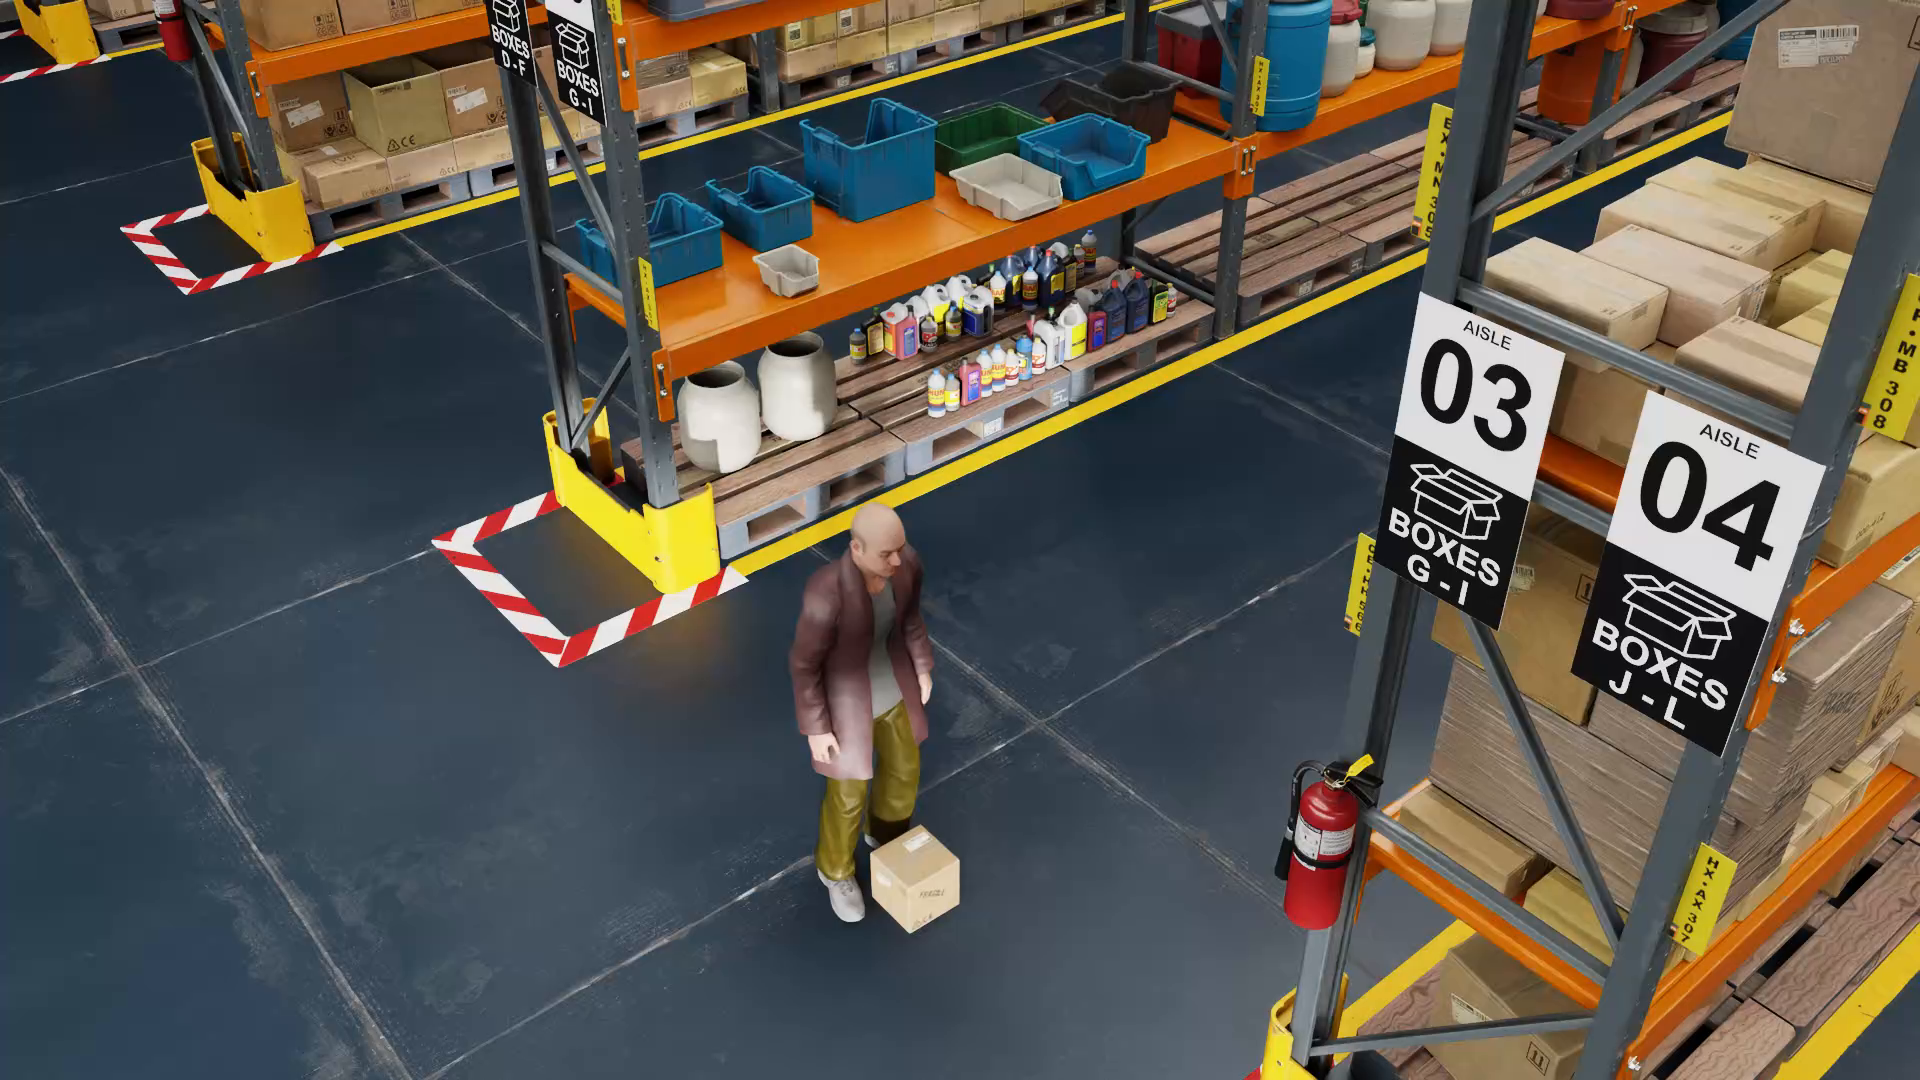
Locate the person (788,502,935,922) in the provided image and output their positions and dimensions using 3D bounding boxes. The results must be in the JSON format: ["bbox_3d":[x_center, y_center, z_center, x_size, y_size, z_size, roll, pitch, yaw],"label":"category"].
[{"bbox_3d":[-0.340,0.600,6.252,0.643,1.772,0.429,-28,44,-34],"label":"person"}]
